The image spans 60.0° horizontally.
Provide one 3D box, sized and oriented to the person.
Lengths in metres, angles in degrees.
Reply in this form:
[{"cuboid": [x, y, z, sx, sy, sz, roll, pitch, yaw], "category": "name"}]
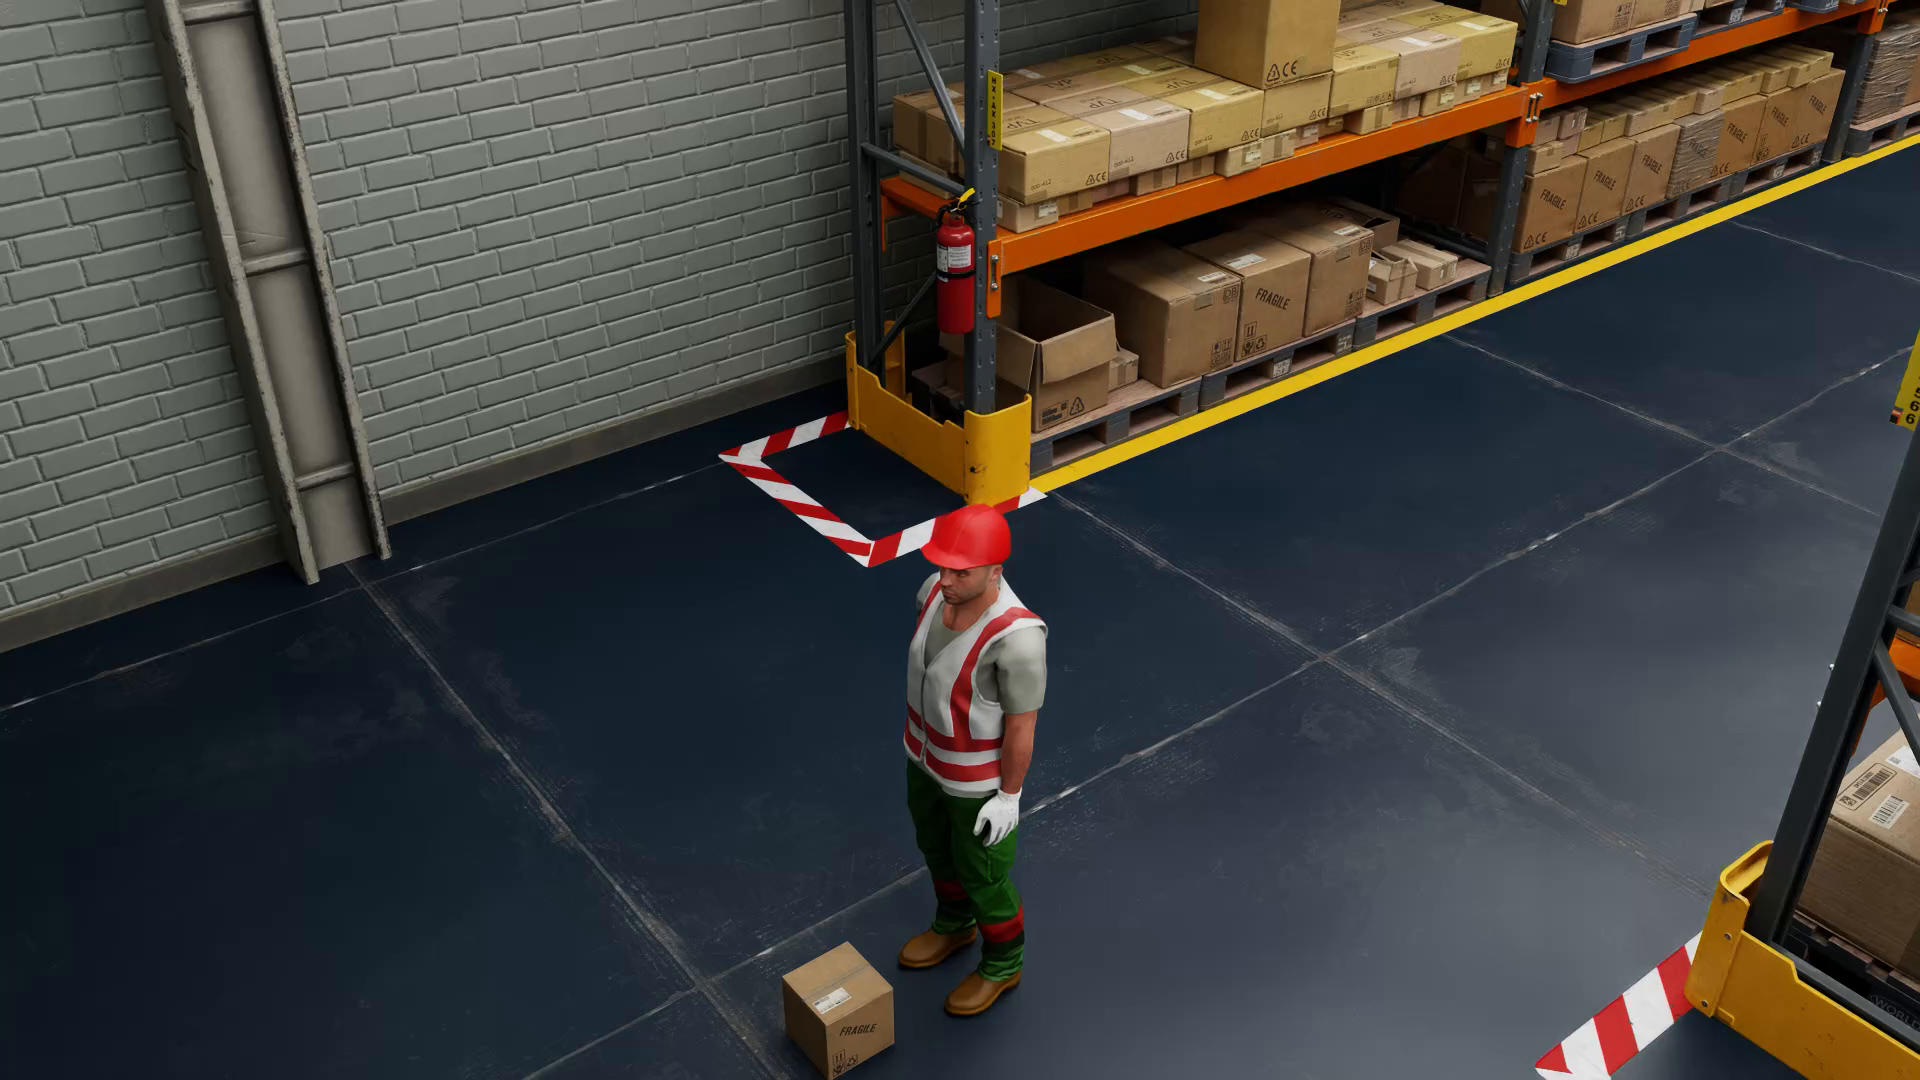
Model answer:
[{"cuboid": [0.022, 0.673, 5.033, 0.335, 1.785, 0.524, -21, 38, -30], "category": "person"}]
